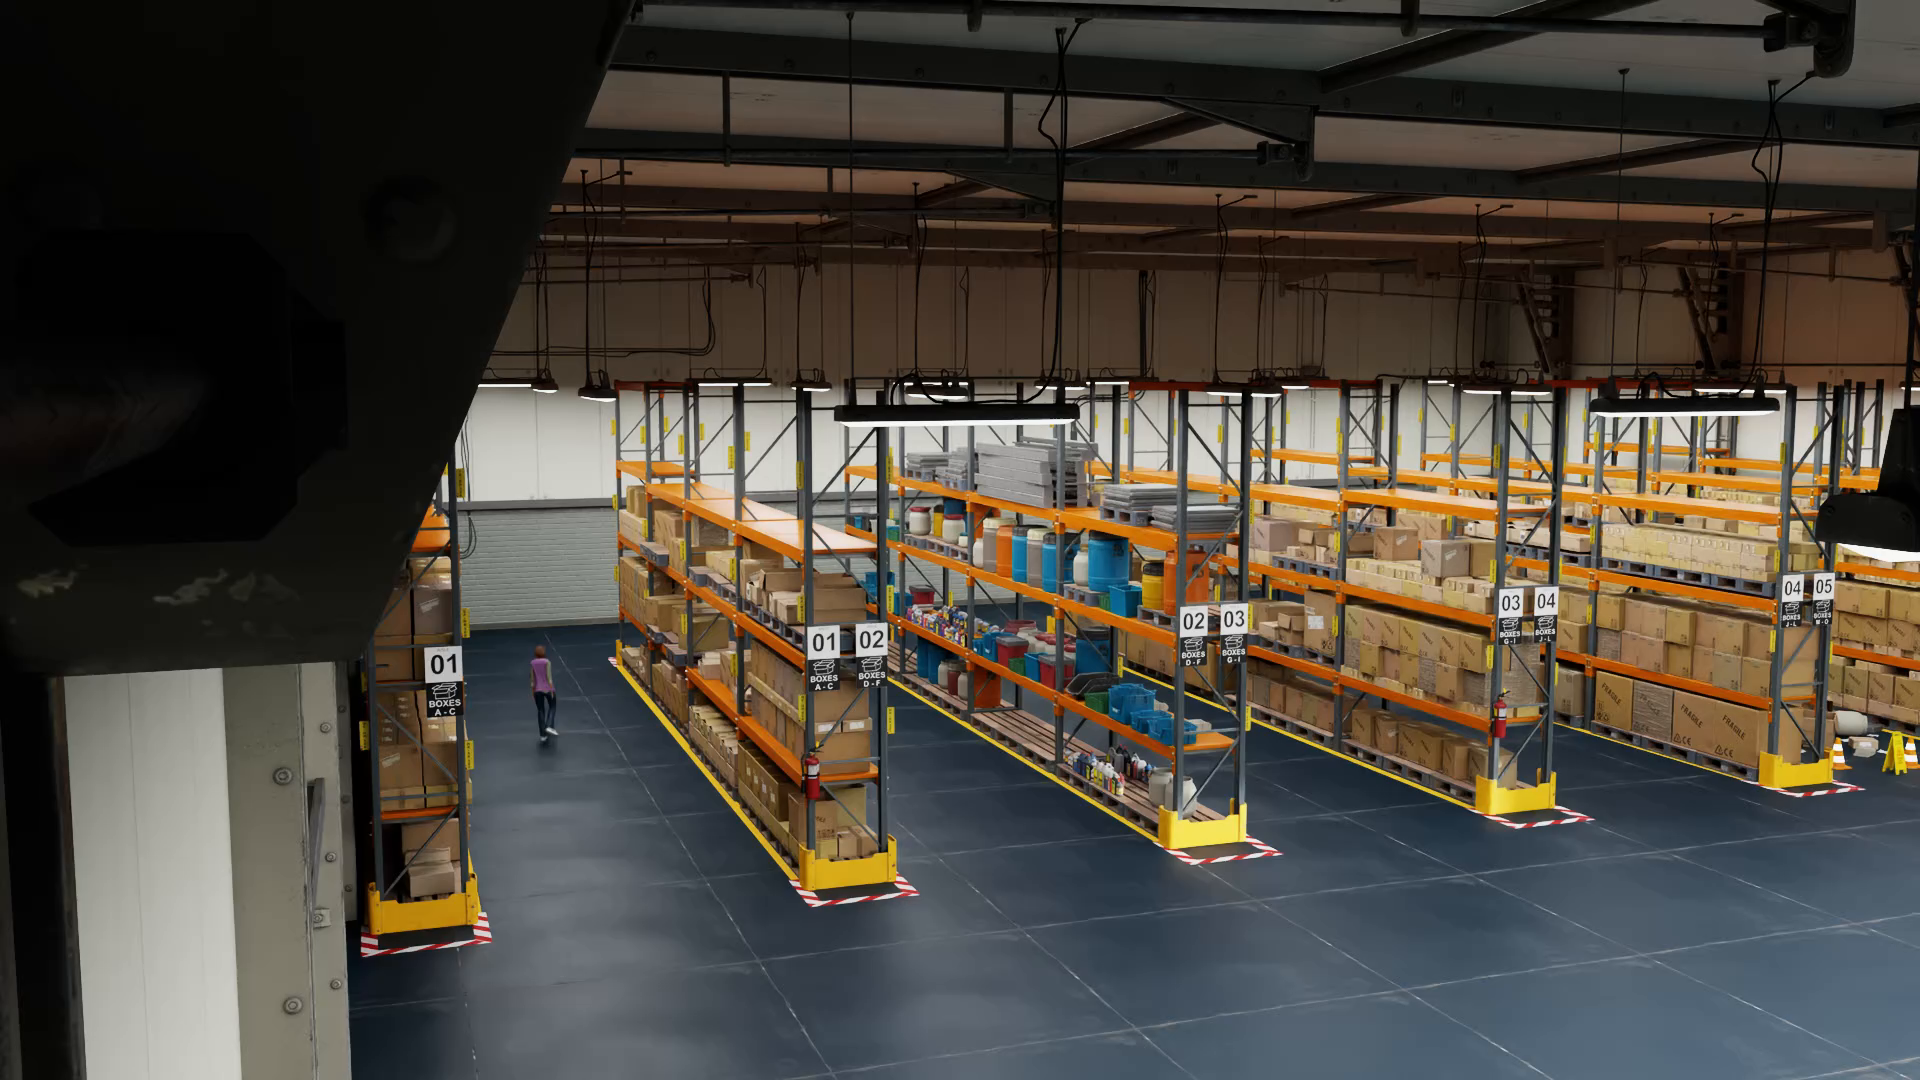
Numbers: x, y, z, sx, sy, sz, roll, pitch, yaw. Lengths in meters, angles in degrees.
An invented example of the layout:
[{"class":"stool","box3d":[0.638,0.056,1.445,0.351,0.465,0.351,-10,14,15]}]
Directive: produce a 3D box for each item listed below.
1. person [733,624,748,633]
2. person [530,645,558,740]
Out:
[{"class":"person","box3d":[-5.121,1.317,39.012,0.501,1.772,0.562,-3,7,-23]},{"class":"person","box3d":[-7.030,2.583,28.047,0.445,1.552,0.470,-1,6,-6]}]
